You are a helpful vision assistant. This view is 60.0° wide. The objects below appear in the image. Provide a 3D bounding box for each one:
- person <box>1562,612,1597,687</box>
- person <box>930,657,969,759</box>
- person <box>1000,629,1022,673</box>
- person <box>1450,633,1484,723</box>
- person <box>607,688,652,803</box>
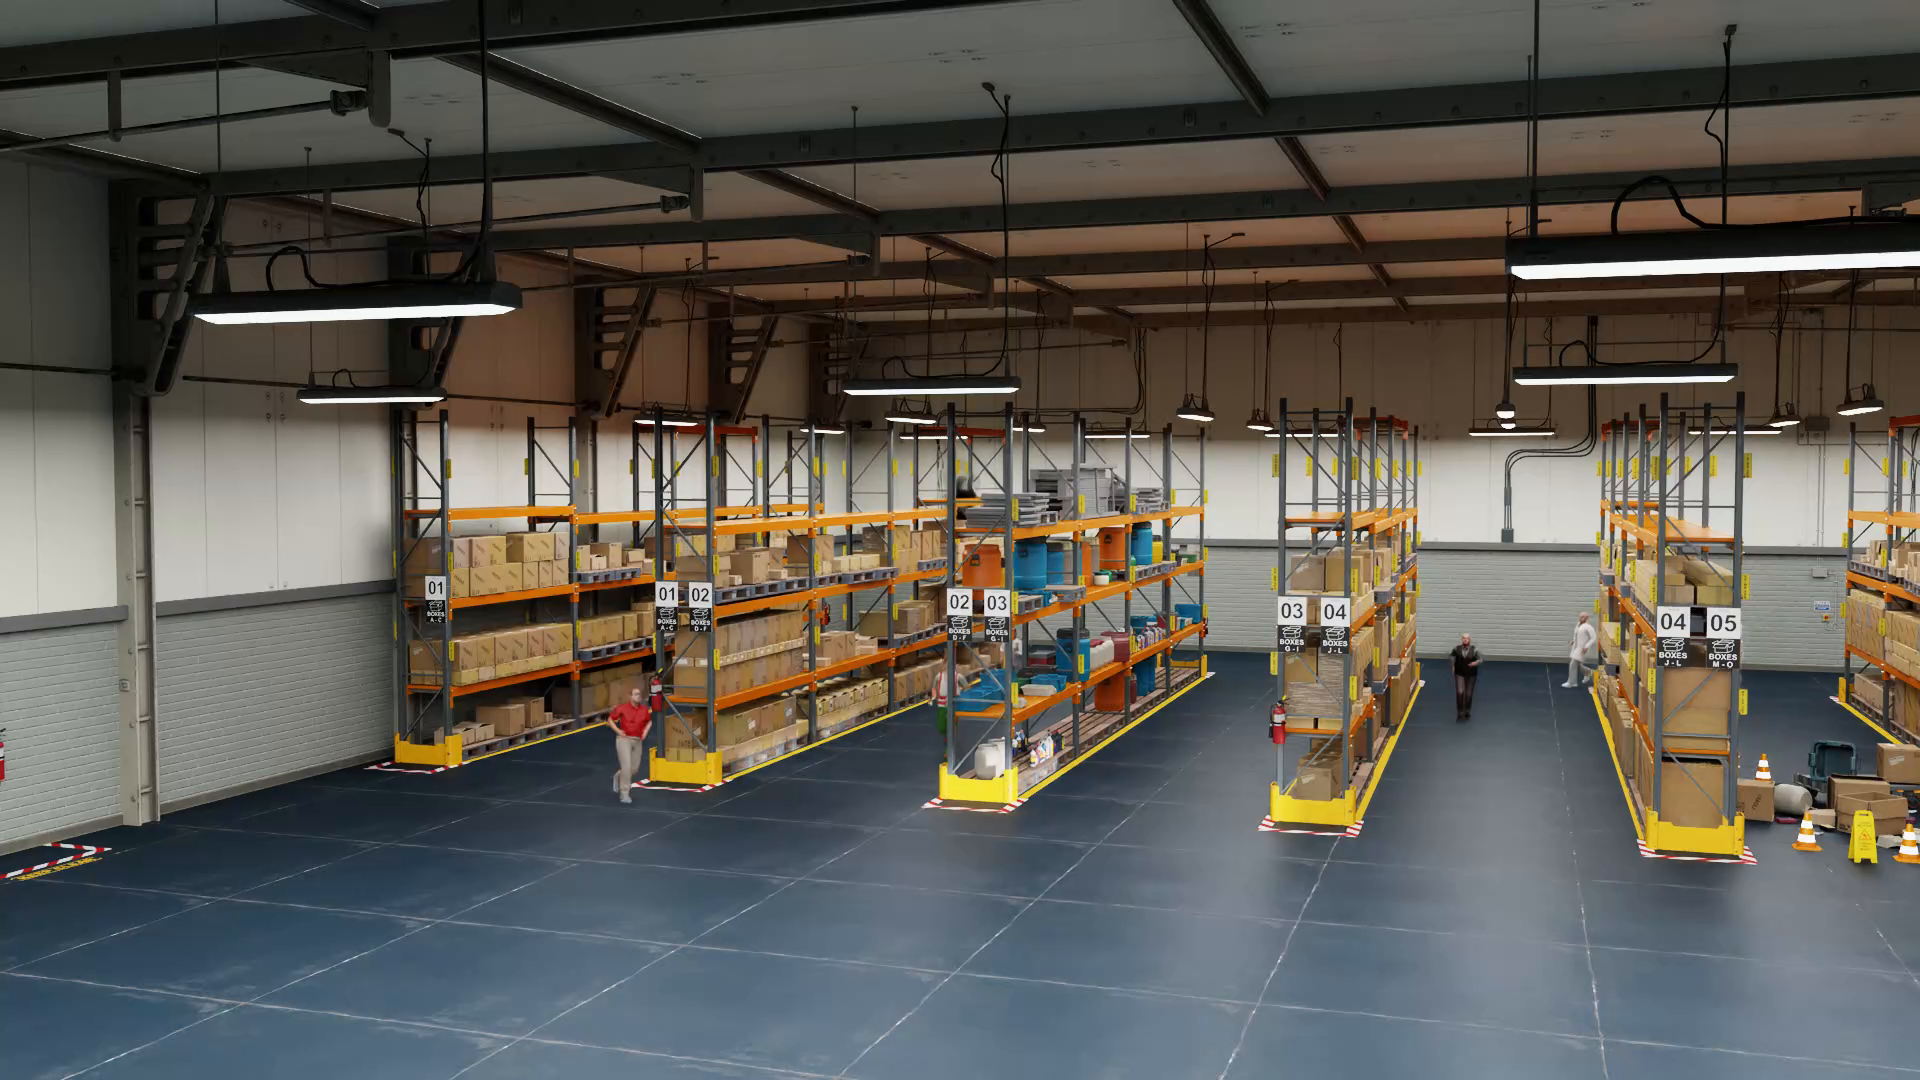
[{"bbox_3d":[14.234,2.608,37.944,0.831,1.540,0.763,0,2,-11],"label":"person"},{"bbox_3d":[-0.175,2.893,28.908,0.656,1.749,0.704,1,3,13],"label":"person"},{"bbox_3d":[1.090,2.674,35.325,0.507,1.645,0.727,0,2,4],"label":"person"},{"bbox_3d":[10.043,2.740,32.980,0.642,1.780,0.783,1,3,15],"label":"person"},{"bbox_3d":[-5.017,3.096,25.308,0.705,1.695,0.750,-2,3,-35],"label":"person"}]
